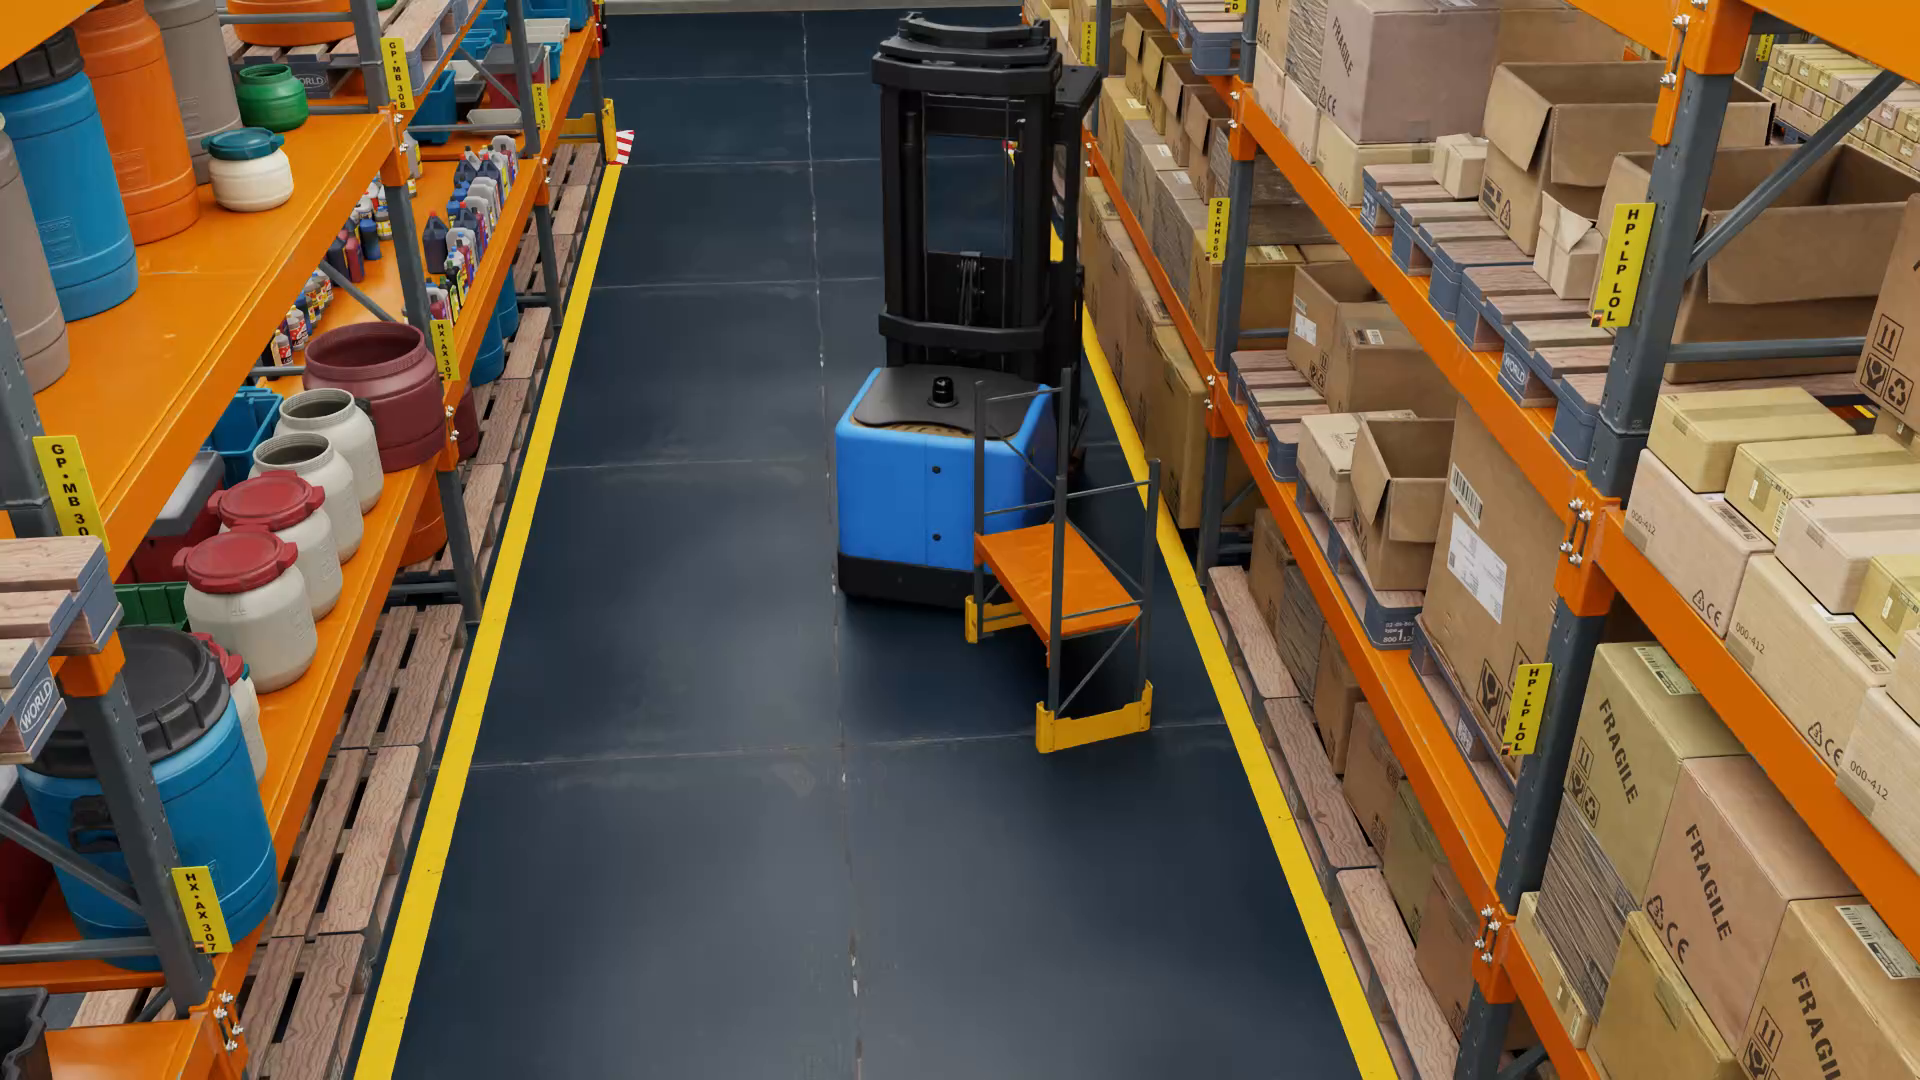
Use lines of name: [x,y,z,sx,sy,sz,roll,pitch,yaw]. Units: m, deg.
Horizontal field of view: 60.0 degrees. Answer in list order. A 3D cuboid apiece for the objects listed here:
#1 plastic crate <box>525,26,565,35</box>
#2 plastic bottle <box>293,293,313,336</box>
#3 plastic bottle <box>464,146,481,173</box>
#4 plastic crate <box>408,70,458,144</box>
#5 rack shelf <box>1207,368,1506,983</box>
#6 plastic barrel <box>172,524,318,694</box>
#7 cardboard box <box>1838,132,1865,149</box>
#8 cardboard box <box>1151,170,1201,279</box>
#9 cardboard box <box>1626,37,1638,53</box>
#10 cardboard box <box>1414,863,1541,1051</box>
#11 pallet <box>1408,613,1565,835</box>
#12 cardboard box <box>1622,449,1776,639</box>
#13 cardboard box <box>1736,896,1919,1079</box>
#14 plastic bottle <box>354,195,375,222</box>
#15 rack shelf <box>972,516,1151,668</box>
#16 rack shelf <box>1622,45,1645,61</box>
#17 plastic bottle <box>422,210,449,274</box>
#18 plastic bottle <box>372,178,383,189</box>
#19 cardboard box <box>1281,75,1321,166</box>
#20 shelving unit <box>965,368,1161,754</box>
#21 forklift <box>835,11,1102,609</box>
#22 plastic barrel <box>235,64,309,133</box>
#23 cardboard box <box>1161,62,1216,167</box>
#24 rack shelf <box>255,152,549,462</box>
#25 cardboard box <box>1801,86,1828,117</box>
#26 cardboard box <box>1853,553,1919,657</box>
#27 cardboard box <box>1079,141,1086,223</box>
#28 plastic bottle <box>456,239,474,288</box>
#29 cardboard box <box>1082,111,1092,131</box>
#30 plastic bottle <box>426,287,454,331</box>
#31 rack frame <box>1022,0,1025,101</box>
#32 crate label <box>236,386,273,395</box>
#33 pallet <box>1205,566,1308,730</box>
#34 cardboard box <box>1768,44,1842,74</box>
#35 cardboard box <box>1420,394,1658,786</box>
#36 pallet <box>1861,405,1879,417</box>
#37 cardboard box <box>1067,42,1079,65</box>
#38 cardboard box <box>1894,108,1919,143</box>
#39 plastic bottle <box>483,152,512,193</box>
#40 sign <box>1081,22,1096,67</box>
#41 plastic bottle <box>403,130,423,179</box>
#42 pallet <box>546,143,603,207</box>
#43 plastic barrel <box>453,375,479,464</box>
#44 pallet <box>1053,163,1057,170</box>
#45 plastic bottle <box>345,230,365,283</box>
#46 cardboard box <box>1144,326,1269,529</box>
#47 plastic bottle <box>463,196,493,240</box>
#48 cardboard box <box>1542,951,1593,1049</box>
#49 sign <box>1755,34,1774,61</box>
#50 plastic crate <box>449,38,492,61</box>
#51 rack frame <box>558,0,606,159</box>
plastic crate: [-3.575,-4.279,14.188,0.396,0.136,0.243,-3,31,-5]
plastic bottle: [-3.592,-1.246,9.037,0.097,0.271,0.097,0,31,0]
plastic bottle: [-3.203,-2.399,10.889,0.144,0.351,0.185,-3,31,-5]
plastic crate: [-3.854,-3.122,12.008,0.392,0.384,0.575,-3,31,-5]
rack shelf: [2.021,0.254,7.101,1.077,0.370,4.000,-3,31,-5]
plastic barrel: [-2.663,0.272,6.237,0.433,0.535,0.433,0,31,0]
cardboard box: [6.085,-2.626,11.057,0.380,0.149,0.250,-4,31,-7]
cardboard box: [1.449,-1.879,9.873,0.500,0.500,0.500,-4,31,-6]
cardboard box: [5.935,-4.263,14.208,0.380,0.149,0.250,-2,31,-3]
cardboard box: [2.172,1.536,6.262,0.700,0.500,0.500,-5,31,-8]
pallet: [2.281,0.652,5.921,1.003,0.211,1.213,-3,31,-5]
cardboard box: [1.995,-0.015,4.071,0.500,0.250,0.500,-4,31,-7]
cardboard box: [2.091,1.119,3.589,0.500,0.500,0.500,-3,31,-5]
plastic bottle: [-3.699,-1.982,10.264,0.152,0.276,0.135,-3,31,-5]
rack shelf: [0.485,0.238,8.240,0.538,0.185,1.000,-11,32,-17]
rack shelf: [6.221,-4.016,14.251,1.077,0.370,4.000,-3,31,-5]
plastic bottle: [-3.095,-1.768,9.832,0.144,0.351,0.185,-3,31,-5]
plastic bottle: [-3.780,-2.244,10.775,0.097,0.201,0.097,0,31,0]
cardboard box: [1.672,-1.785,7.034,0.500,0.250,0.500,-2,31,-3]
shelving unit: [0.482,0.079,8.155,0.587,1.500,1.083,-11,32,-17]
forklift: [0.170,-1.603,9.575,1.130,2.935,3.031,7,32,11]
plastic barrel: [-3.023,-1.936,7.292,0.294,0.245,0.294,0,31,0]
cardboard box: [1.655,-2.598,10.099,0.797,0.503,0.637,-2,31,-3]
rack shelf: [-3.284,-1.551,10.123,1.077,0.370,4.000,-3,31,-5]
cardboard box: [6.038,-3.017,11.421,0.380,0.149,0.250,-2,31,-3]
cardboard box: [2.094,0.148,3.409,0.380,0.149,0.250,-2,31,-3]
cardboard box: [1.394,-3.187,13.822,0.875,0.875,0.875,-3,31,-5]
plastic bottle: [-2.878,-1.617,9.646,0.061,0.283,0.133,-3,31,-5]
cardboard box: [1.106,-3.150,12.344,0.380,0.149,0.250,-3,31,-4]
plastic bottle: [-2.859,-1.258,9.052,0.152,0.276,0.135,-3,31,-5]
rack frame: [1.087,-5.160,15.464,1.000,3.000,0.127,-3,31,-5]
crate label: [-3.431,-0.534,7.882,0.303,0.233,0.416,-3,31,-5]
pallet: [1.906,0.520,8.673,1.003,0.211,1.213,-3,31,-5]
cardboard box: [5.987,-3.409,11.787,0.380,0.149,0.250,-1,31,-2]
cardboard box: [2.273,0.116,5.636,1.000,1.000,1.000,-3,31,-4]
pallet: [6.599,-1.085,11.361,1.003,0.211,1.213,-3,31,-5]
cardboard box: [1.107,-3.658,12.806,0.500,0.250,0.500,-2,31,-3]
cardboard box: [6.138,-2.611,10.452,0.380,0.149,0.250,-2,31,-3]
plastic bottle: [-3.078,-2.455,11.056,0.152,0.276,0.135,-3,31,-5]
sign: [0.908,-3.496,11.757,0.100,0.325,0.005,-3,31,-5]
plastic bottle: [-3.757,-2.644,11.299,0.144,0.351,0.185,-3,31,-5]
pallet: [-3.806,-3.303,15.074,1.003,0.211,1.213,-3,31,-5]
plastic barrel: [-3.265,-0.809,10.122,0.600,0.588,0.708,-3,31,-5]
pallet: [1.239,-3.559,15.502,1.003,0.211,1.213,-3,31,-5]
plastic bottle: [-3.540,-1.659,9.717,0.061,0.283,0.133,-3,31,-5]
cardboard box: [1.790,-0.697,9.655,1.225,0.875,0.875,-4,31,-7]
plastic bottle: [-2.997,-2.011,10.312,0.152,0.276,0.135,-3,31,-5]
cardboard box: [1.939,1.327,4.849,0.380,0.149,0.250,-3,31,-5]
sign: [5.869,-3.646,12.084,0.100,0.325,0.005,-3,31,-5]
plastic crate: [-3.998,-3.910,13.475,0.416,0.233,0.300,-3,31,-5]
rack frame: [-3.845,-4.923,15.067,1.000,3.000,0.127,-3,31,-5]
